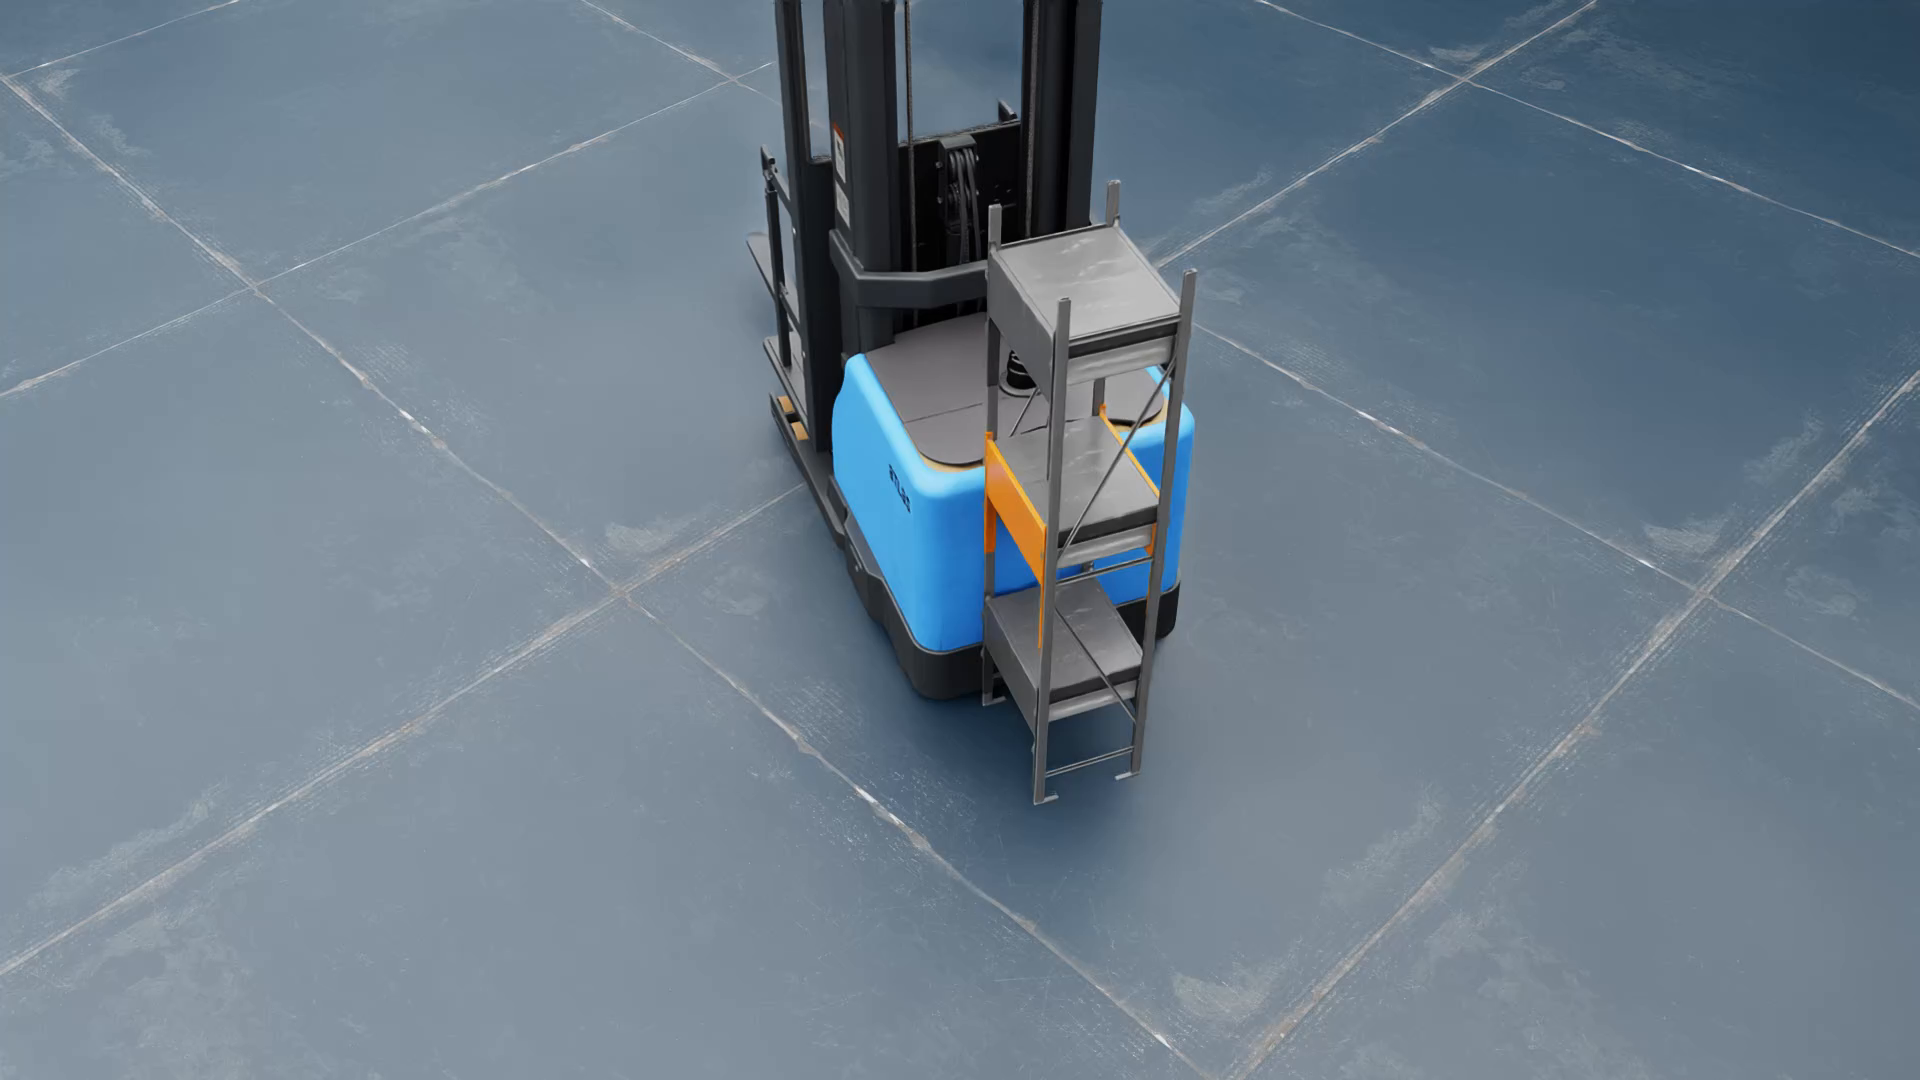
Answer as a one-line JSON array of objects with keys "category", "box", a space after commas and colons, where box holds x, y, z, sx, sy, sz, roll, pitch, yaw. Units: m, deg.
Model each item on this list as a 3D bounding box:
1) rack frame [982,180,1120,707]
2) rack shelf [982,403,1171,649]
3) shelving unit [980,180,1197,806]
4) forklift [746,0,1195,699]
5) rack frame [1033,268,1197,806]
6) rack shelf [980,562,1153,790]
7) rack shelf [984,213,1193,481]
[{"category": "rack frame", "box": [0.270, -0.212, 5.432, 0.400, 2.100, 0.015, -14, 45, -15]}, {"category": "rack shelf", "box": [0.357, -0.047, 5.274, 0.431, 0.518, 0.480, -14, 45, -15]}, {"category": "shelving unit", "box": [0.357, -0.057, 5.264, 0.431, 2.100, 0.503, -14, 45, -15]}, {"category": "forklift", "box": [-0.179, -1.512, 6.226, 1.130, 2.935, 3.031, -14, 45, -15]}, {"category": "rack frame", "box": [0.443, 0.098, 5.097, 0.400, 2.100, 0.015, -14, 45, -15]}, {"category": "rack shelf", "box": [0.357, 0.467, 5.749, 0.431, 0.518, 0.480, -14, 45, -15]}, {"category": "rack shelf", "box": [0.357, -0.561, 4.799, 0.431, 0.518, 0.480, -14, 45, -15]}]
